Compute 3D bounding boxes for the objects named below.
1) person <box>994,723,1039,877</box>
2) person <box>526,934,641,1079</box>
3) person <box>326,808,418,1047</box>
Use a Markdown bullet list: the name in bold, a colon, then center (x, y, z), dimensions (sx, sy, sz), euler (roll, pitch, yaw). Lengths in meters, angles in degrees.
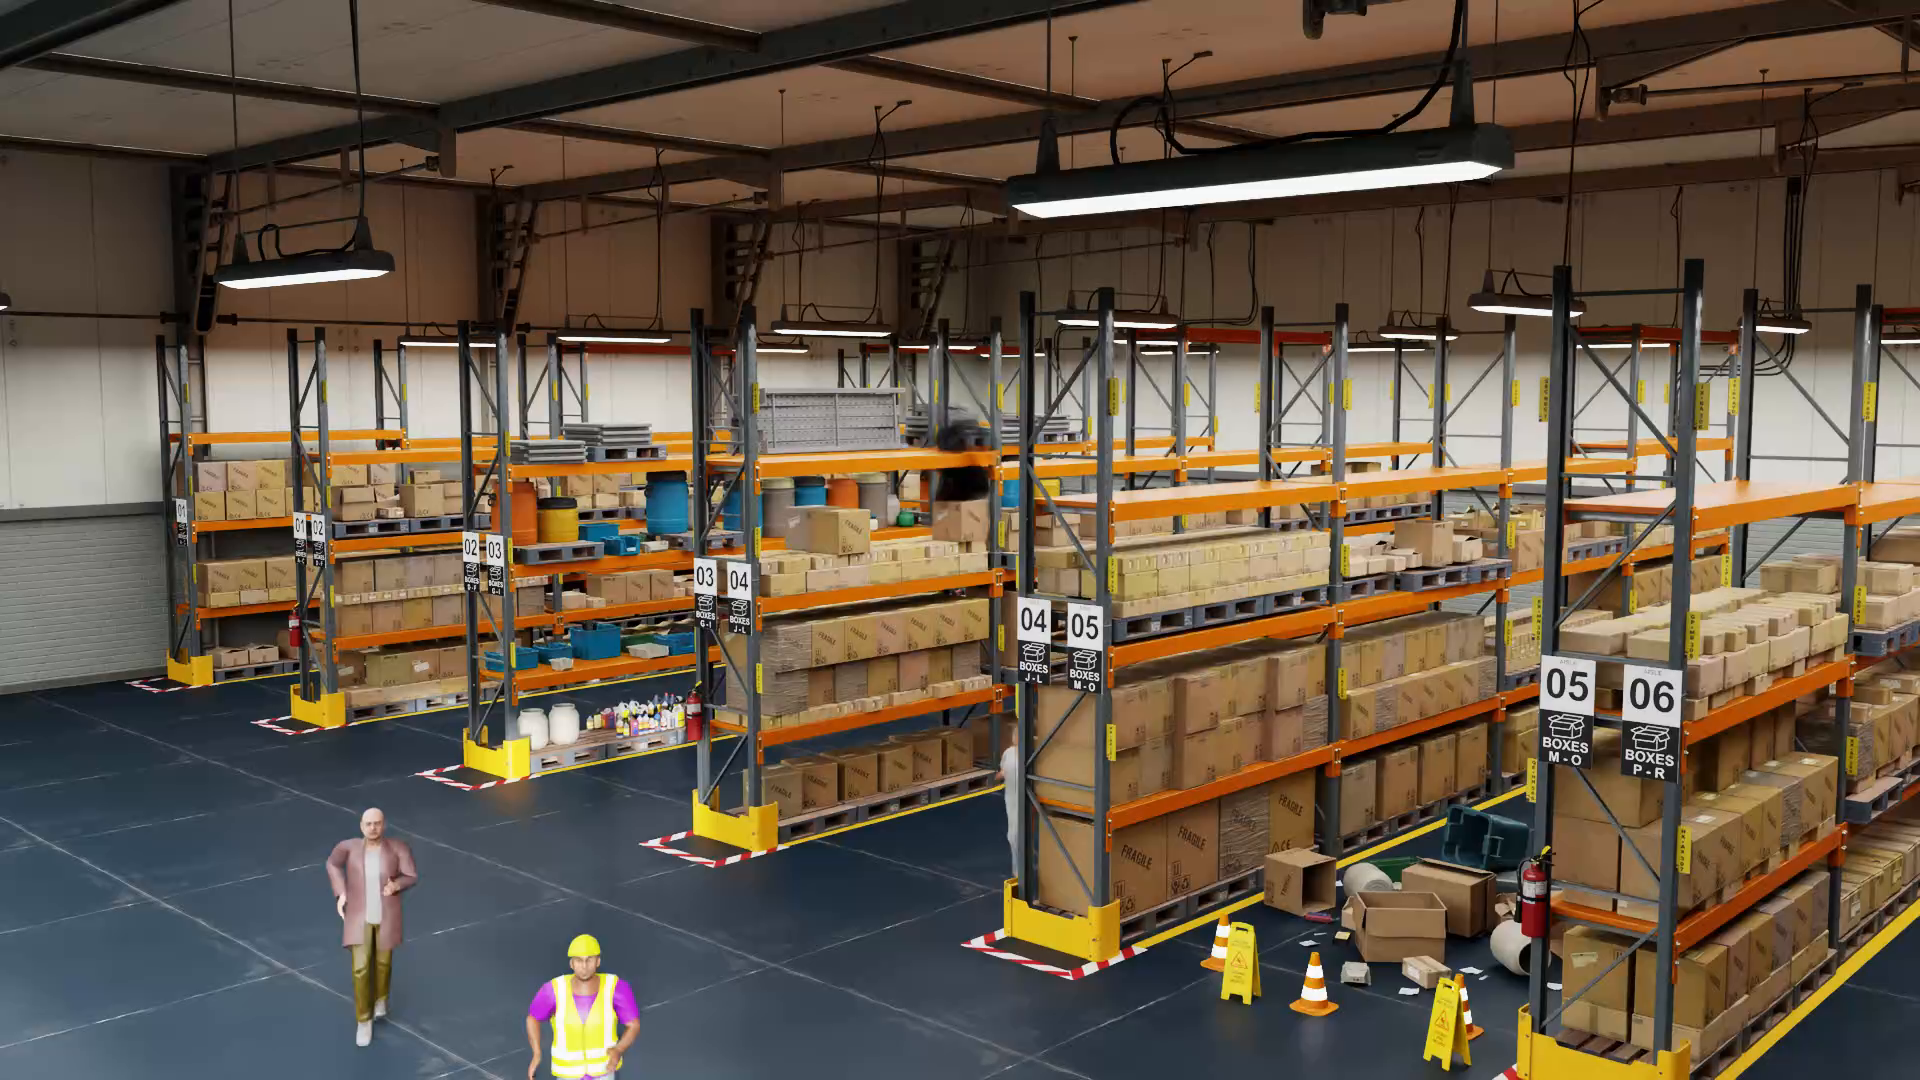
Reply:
- **person**: center (0.624, 2.727, 17.142), dimensions (0.544, 1.705, 0.691), euler (5, 7, 41)
- **person**: center (-2.351, 3.328, 10.426), dimensions (0.707, 1.718, 0.579), euler (-1, 6, -14)
- **person**: center (-4.664, 3.048, 13.246), dimensions (0.684, 1.850, 0.826), euler (-2, 6, -22)
